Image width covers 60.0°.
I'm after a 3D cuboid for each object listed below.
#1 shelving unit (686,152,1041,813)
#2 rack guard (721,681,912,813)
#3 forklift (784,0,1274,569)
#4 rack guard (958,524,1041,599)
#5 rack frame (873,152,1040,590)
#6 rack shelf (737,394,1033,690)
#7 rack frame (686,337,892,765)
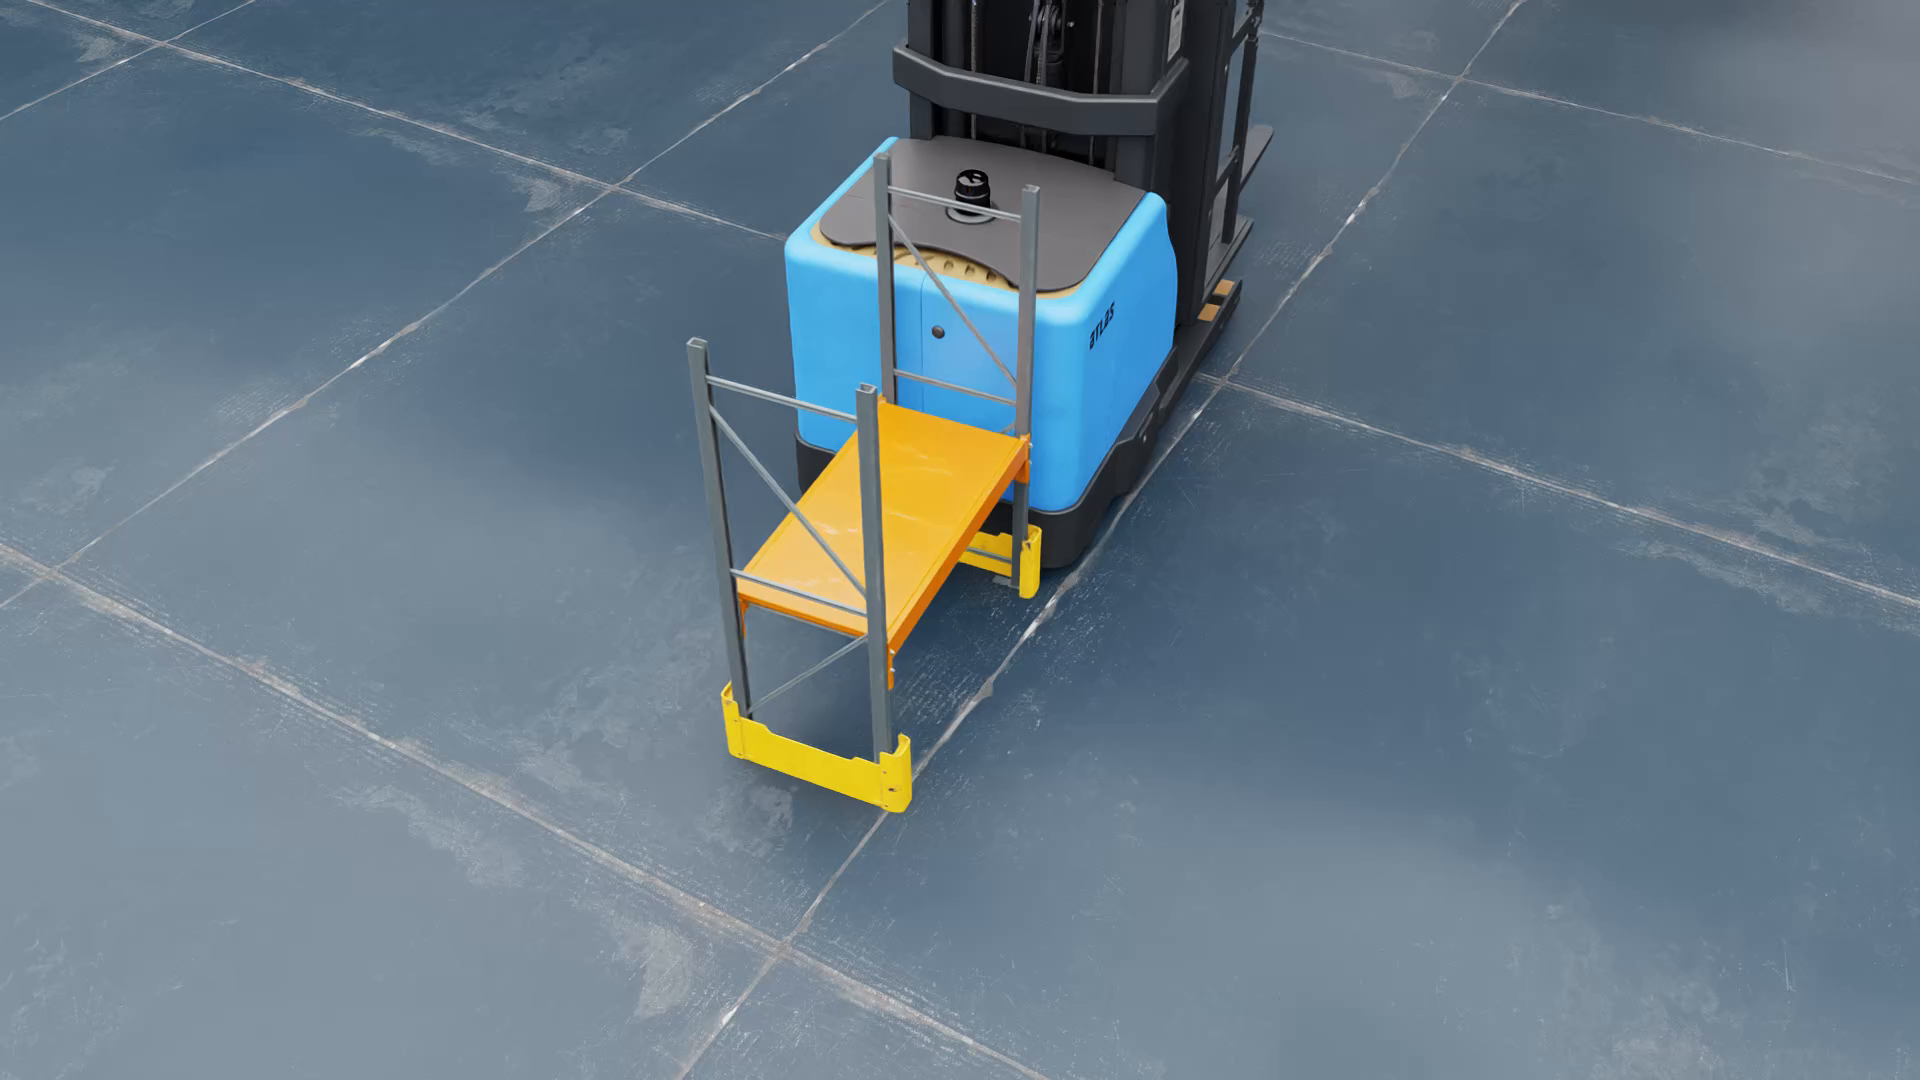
[{"bbox_3d":[-0.217,-0.166,4.804,0.587,1.500,1.083,16,44,18],"label":"shelving unit"},{"bbox_3d":[-0.420,0.603,4.876,0.587,0.250,0.087,16,44,18],"label":"rack guard"},{"bbox_3d":[0.494,-1.982,5.783,1.130,2.935,3.031,16,44,18],"label":"forklift"},{"bbox_3d":[-0.014,0.002,5.558,0.587,0.250,0.087,16,44,18],"label":"rack guard"},{"bbox_3d":[-0.013,-0.467,5.146,0.500,1.500,0.032,16,44,18],"label":"rack frame"},{"bbox_3d":[-0.221,-0.026,4.917,0.538,0.185,1.000,16,44,18],"label":"rack shelf"},{"bbox_3d":[-0.428,0.146,4.449,0.500,1.500,0.032,16,44,18],"label":"rack frame"}]
